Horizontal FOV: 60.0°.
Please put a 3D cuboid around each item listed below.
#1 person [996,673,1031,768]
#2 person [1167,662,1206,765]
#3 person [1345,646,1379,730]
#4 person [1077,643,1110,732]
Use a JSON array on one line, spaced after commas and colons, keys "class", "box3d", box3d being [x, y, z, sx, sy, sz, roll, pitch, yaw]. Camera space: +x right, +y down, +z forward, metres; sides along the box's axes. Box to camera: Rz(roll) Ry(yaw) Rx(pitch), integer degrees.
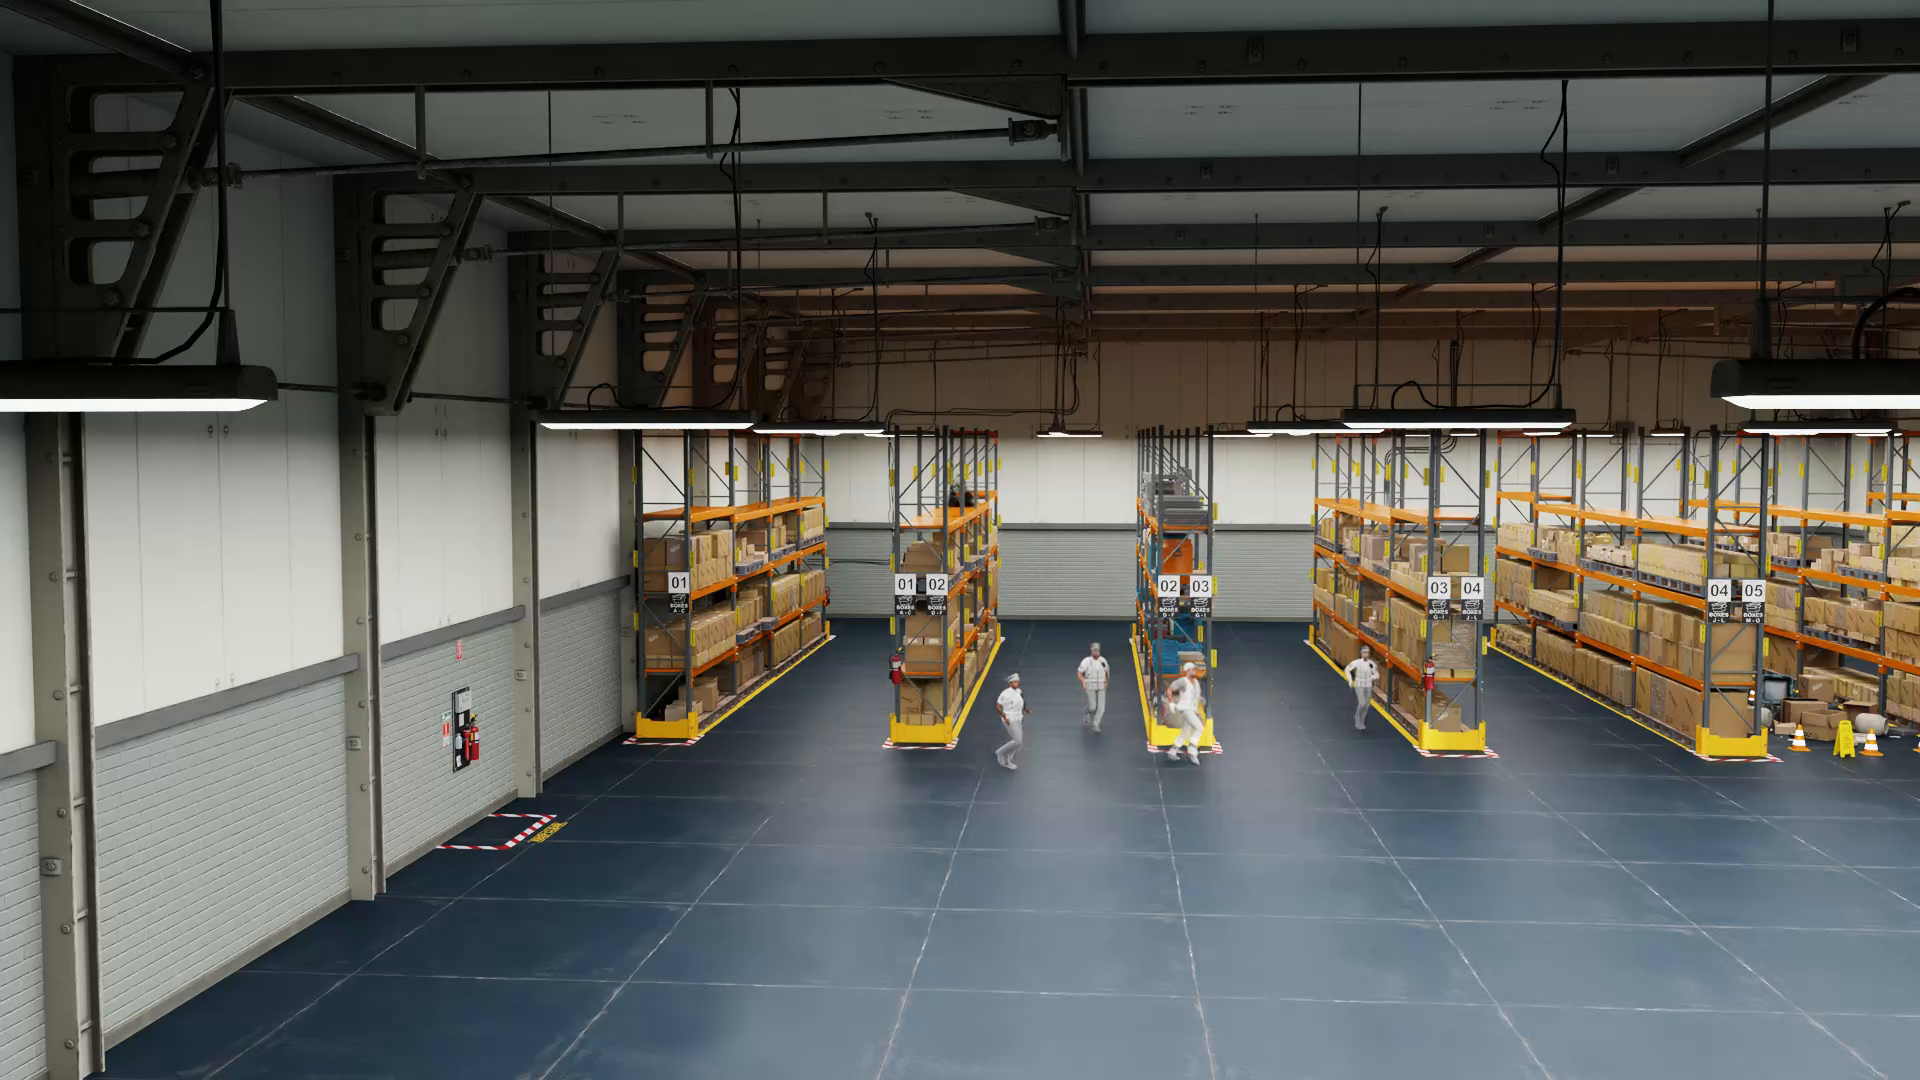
[{"class": "person", "box3d": [0.967, 3.149, 28.993, 0.544, 1.666, 0.564, 2, 4, 36]}, {"class": "person", "box3d": [4.073, 3.054, 29.531, 0.693, 1.748, 0.687, 3, 4, 37]}, {"class": "person", "box3d": [7.946, 2.903, 32.697, 0.598, 1.661, 0.608, 0, 3, -6]}, {"class": "person", "box3d": [2.657, 2.890, 32.774, 0.662, 1.742, 0.602, -1, 4, -13]}]
